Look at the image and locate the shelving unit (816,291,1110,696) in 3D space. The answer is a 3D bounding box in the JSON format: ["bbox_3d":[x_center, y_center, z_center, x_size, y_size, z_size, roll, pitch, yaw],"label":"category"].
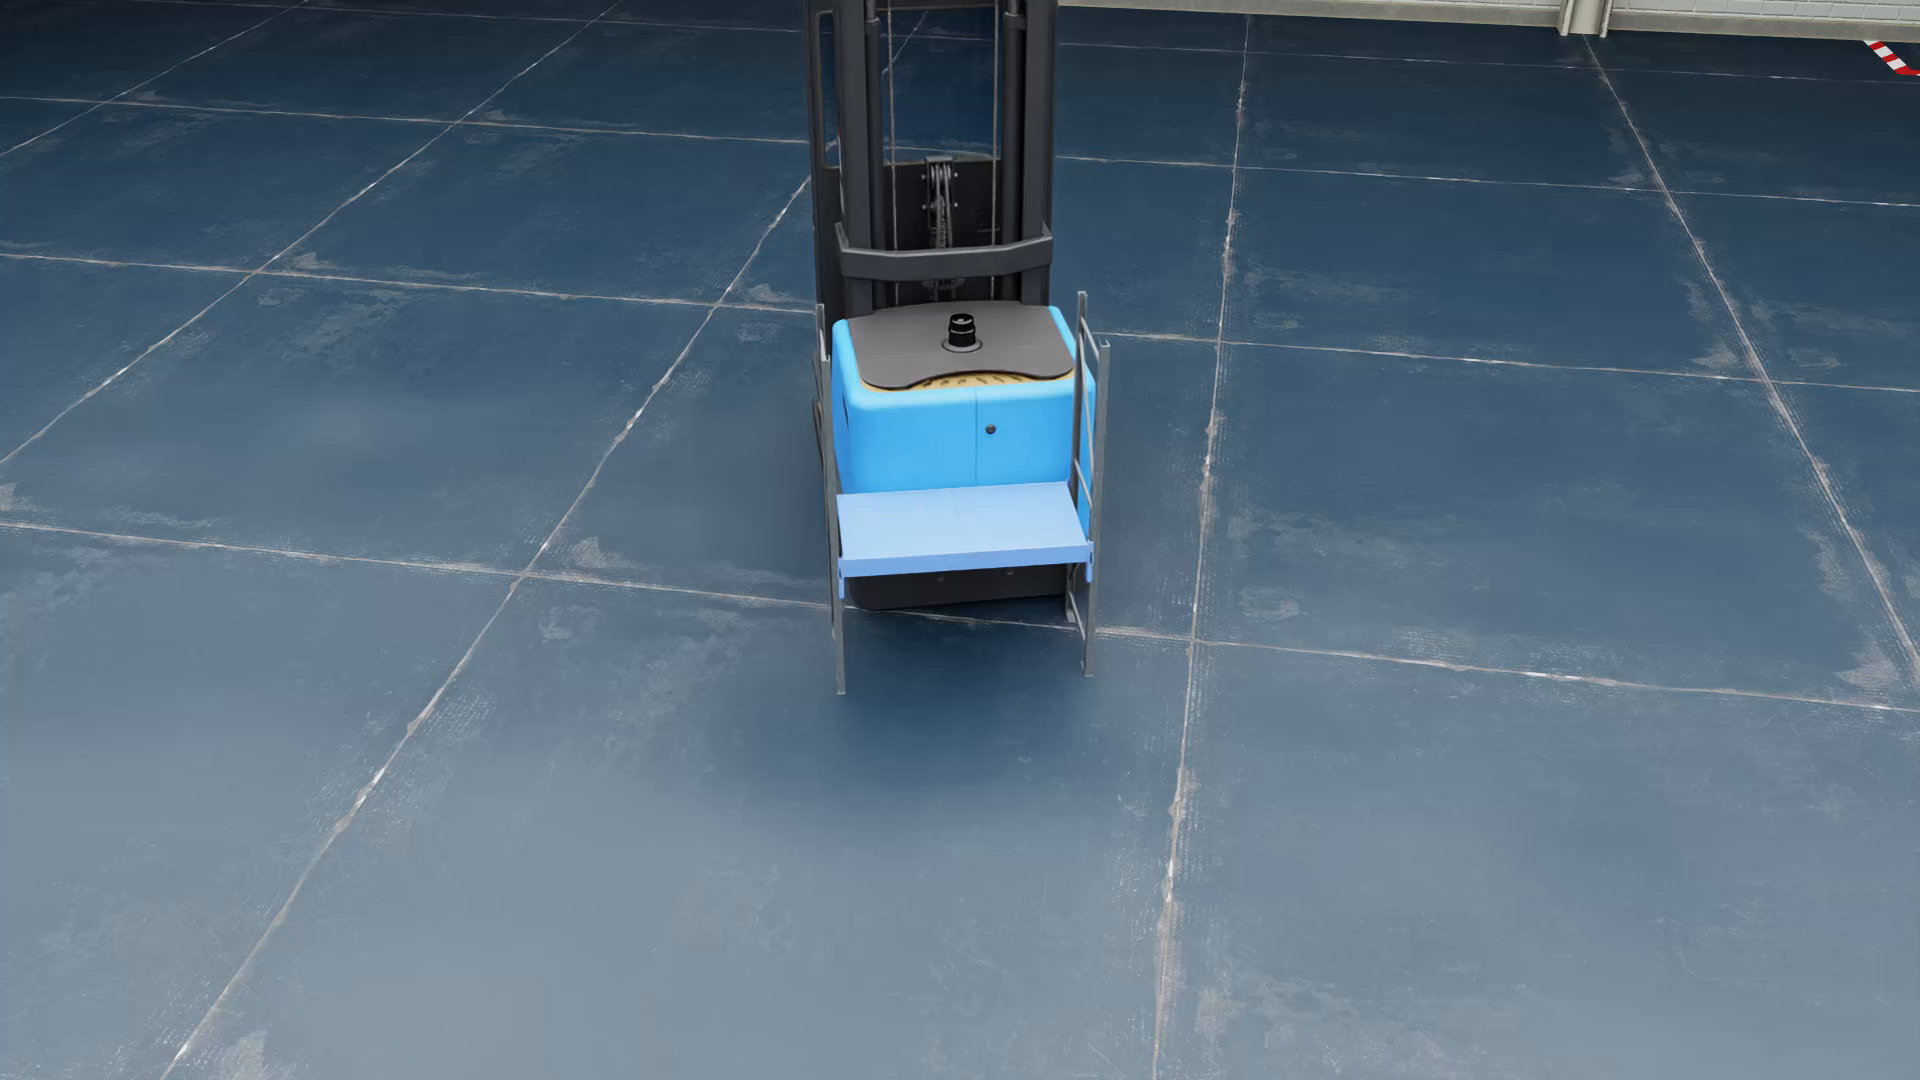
[{"bbox_3d":[-0.004,-0.168,6.605,1.048,1.500,0.538,-4,32,-6],"label":"shelving unit"}]

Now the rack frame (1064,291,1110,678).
[{"bbox_3d":[0.501,-0.200,6.655,0.032,1.500,0.500,-4,32,-6],"label":"rack frame"}]

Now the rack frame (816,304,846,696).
[{"bbox_3d":[-0.509,-0.137,6.554,0.032,1.500,0.500,-4,32,-6],"label":"rack frame"}]

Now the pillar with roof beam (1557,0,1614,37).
[{"bbox_3d":[4.935,-6.195,9.165,0.400,9.000,9.100,5,32,8],"label":"pillar with roof beam"}]

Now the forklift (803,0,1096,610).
[{"bbox_3d":[-0.163,-1.711,7.720,1.130,2.935,3.031,-5,32,-7],"label":"forklift"}]

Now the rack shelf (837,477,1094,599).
[{"bbox_3d":[-0.004,-0.016,6.700,1.000,0.185,0.538,-4,32,-6],"label":"rack shelf"}]
